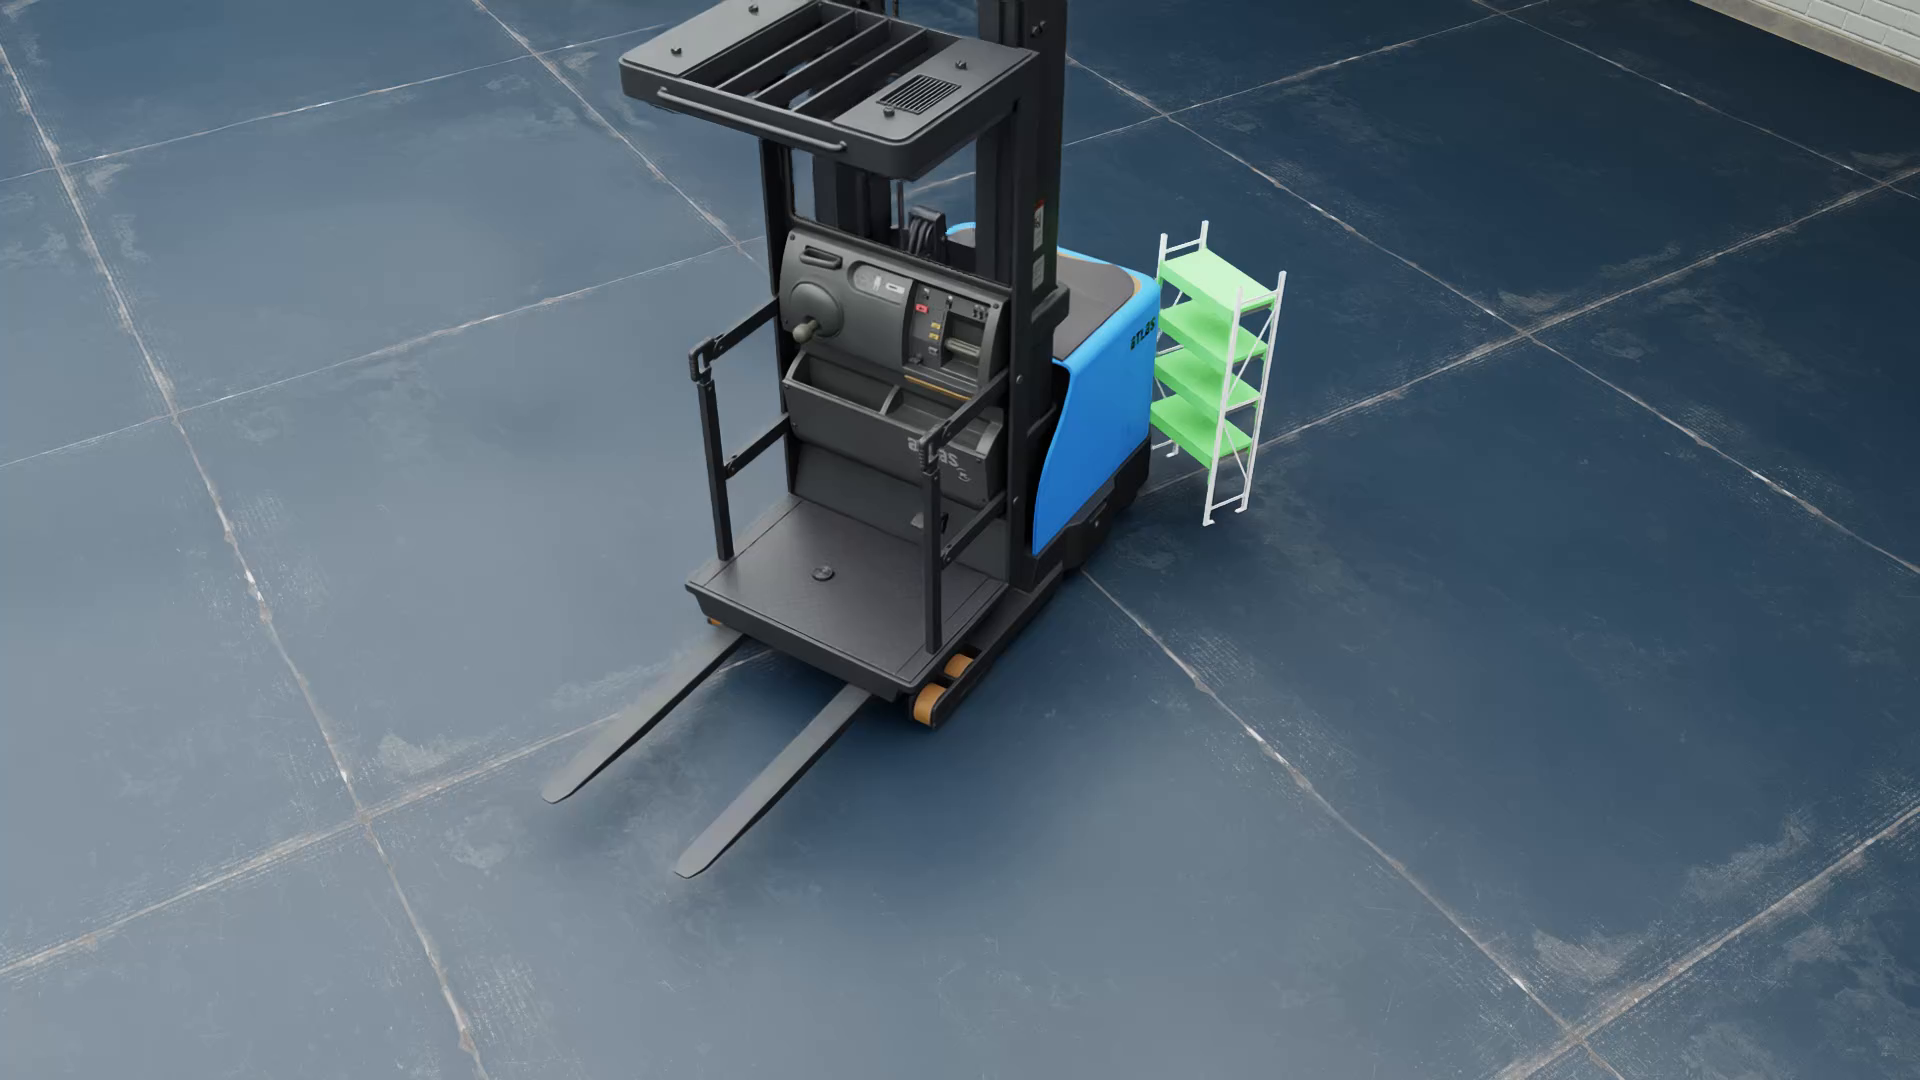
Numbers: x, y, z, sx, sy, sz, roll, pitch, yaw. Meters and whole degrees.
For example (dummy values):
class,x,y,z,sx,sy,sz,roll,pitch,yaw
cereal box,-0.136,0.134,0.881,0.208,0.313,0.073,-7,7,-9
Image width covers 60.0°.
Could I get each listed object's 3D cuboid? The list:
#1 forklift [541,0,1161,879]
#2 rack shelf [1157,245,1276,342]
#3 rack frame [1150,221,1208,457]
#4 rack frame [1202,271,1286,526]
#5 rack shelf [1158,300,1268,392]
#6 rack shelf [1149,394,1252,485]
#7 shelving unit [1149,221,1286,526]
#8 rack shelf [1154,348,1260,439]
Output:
class,x,y,z,sx,sy,sz,roll,pitch,yaw
forklift,-0.372,-0.755,5.867,1.130,2.935,3.031,22,45,25
rack shelf,1.065,-1.025,6.887,0.258,0.148,0.480,-21,44,-26
rack frame,0.923,-0.832,7.306,0.240,1.200,0.015,-21,44,-26
rack frame,1.187,-0.570,6.990,0.240,1.200,0.015,-21,44,-26
rack shelf,1.060,-0.838,7.037,0.258,0.148,0.480,-21,44,-26
rack shelf,1.048,-0.465,7.339,0.258,0.148,0.480,-21,44,-26
shelving unit,1.055,-0.701,7.148,0.258,1.200,0.503,-21,44,-26
rack shelf,1.054,-0.651,7.188,0.258,0.148,0.480,-21,44,-26
